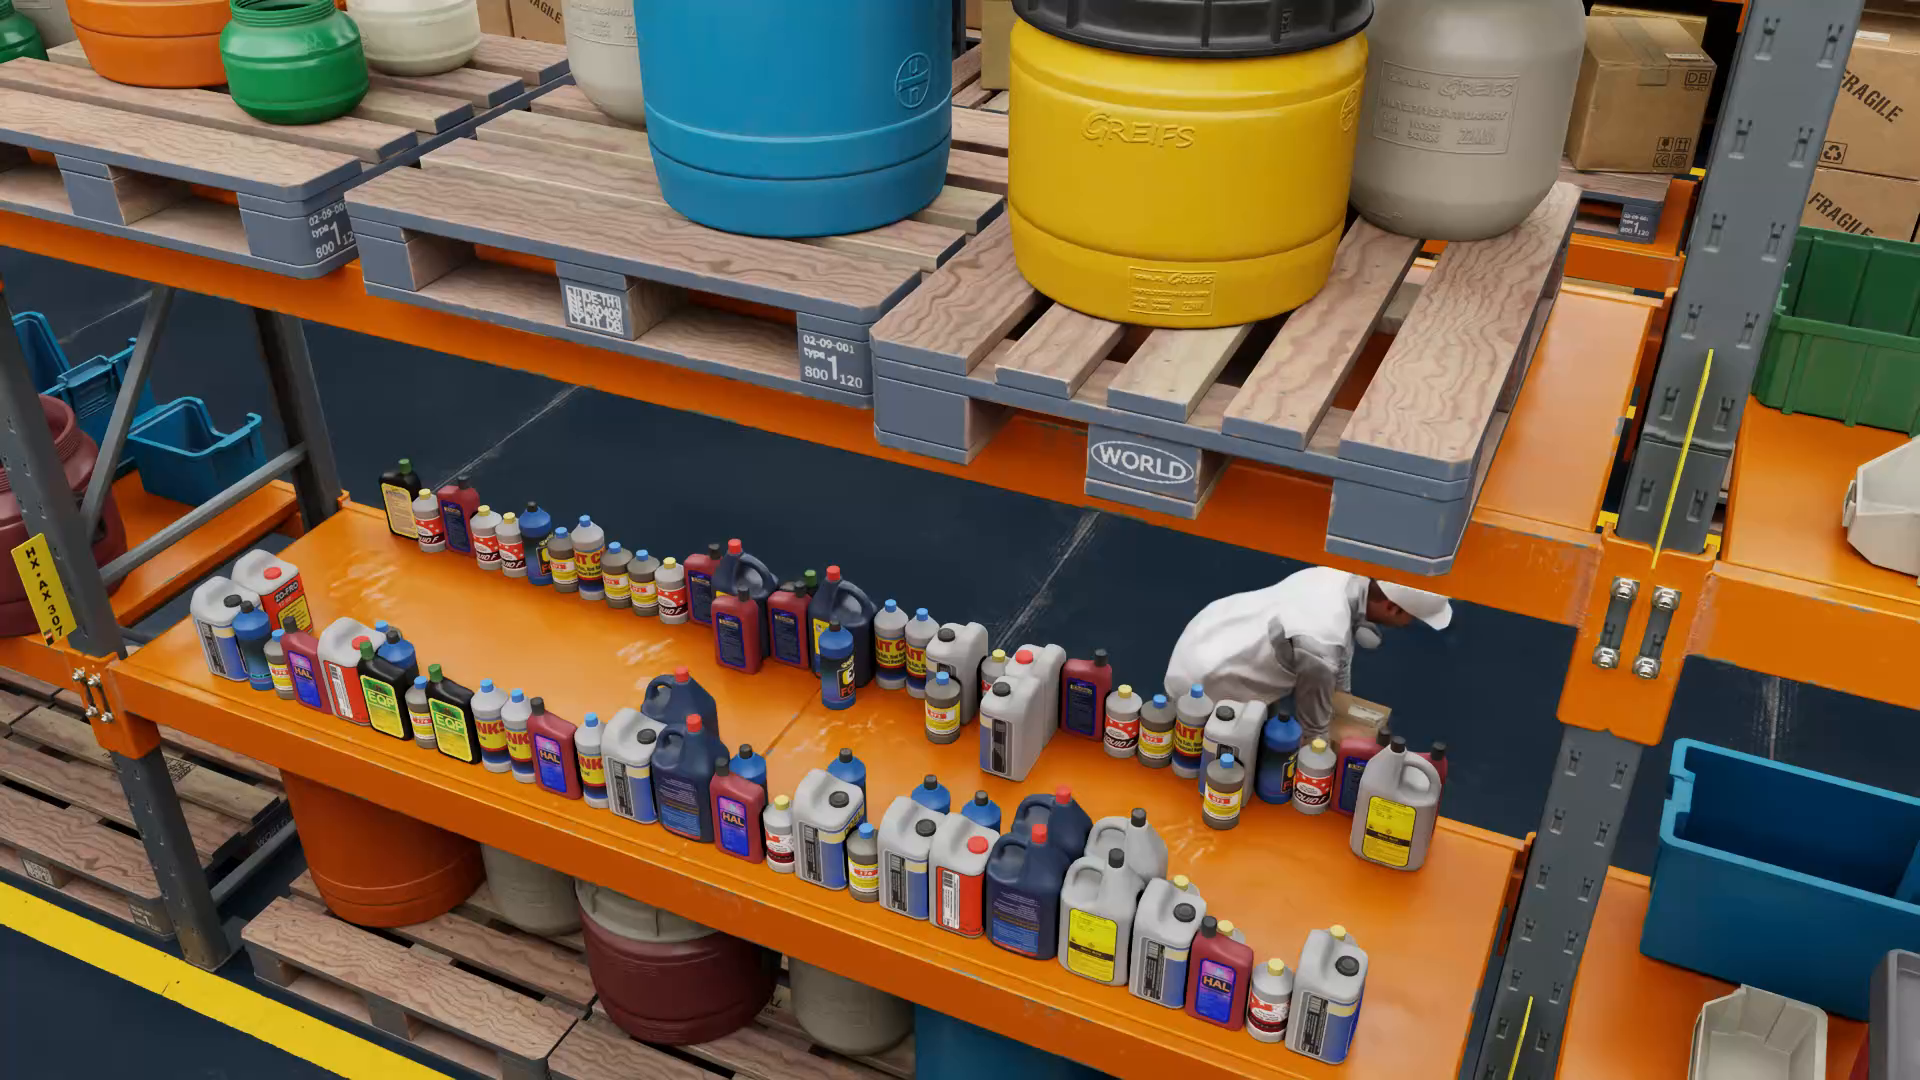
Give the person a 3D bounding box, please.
[{"bbox_3d":[1.090,0.598,5.440,0.841,1.527,0.469,13,36,19],"label":"person"}]
